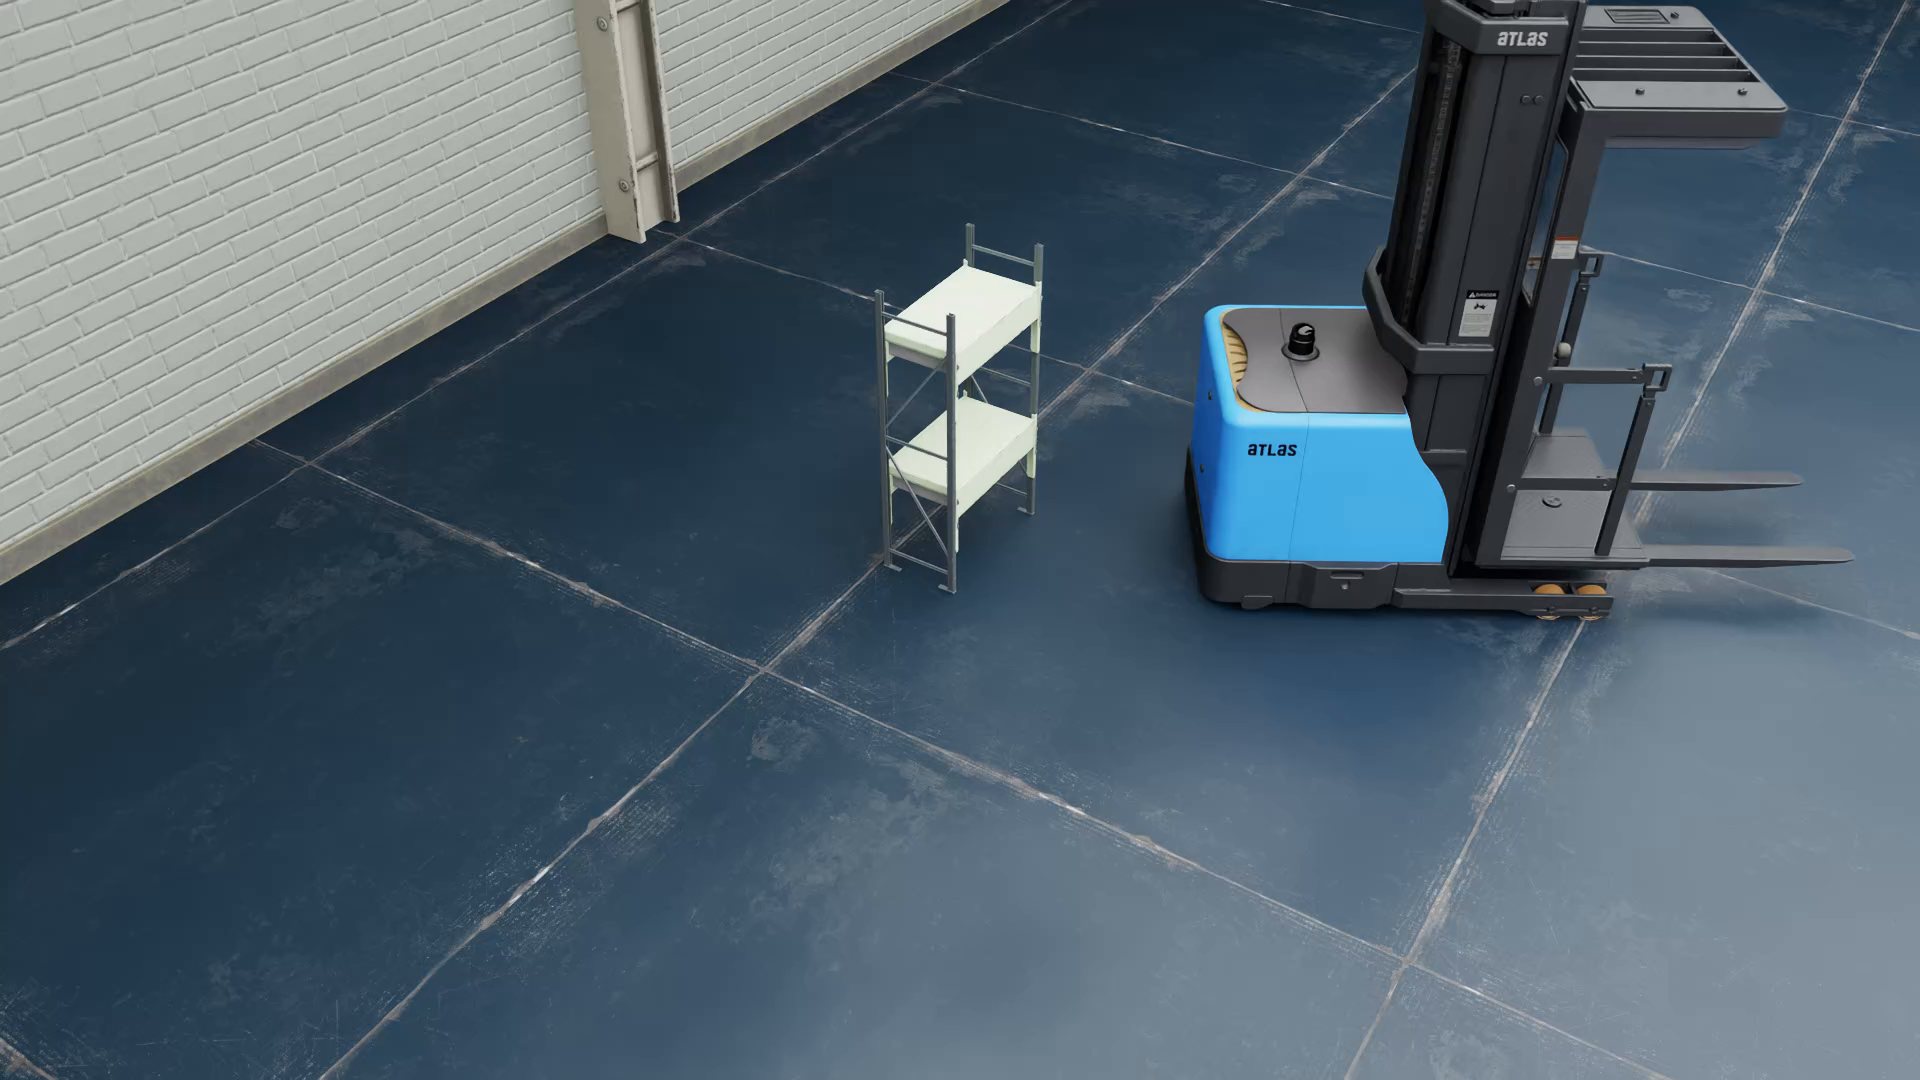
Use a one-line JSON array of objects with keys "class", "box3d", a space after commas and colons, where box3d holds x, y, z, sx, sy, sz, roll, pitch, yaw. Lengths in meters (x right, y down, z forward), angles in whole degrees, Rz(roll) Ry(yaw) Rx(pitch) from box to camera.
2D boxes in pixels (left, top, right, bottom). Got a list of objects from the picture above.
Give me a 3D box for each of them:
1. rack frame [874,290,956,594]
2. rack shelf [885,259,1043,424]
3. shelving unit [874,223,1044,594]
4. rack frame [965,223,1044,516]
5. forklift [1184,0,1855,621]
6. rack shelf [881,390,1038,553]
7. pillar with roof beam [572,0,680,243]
[{"class": "rack frame", "box3d": [-0.193, -0.409, 7.491, 0.400, 1.500, 0.023, 21, 42, 25]}, {"class": "rack shelf", "box3d": [0.004, -0.907, 7.498, 0.431, 0.370, 0.720, 21, 42, 25]}, {"class": "shelving unit", "box3d": [0.004, -0.597, 7.736, 0.431, 1.500, 0.755, 21, 42, 25]}, {"class": "rack frame", "box3d": [0.200, -0.786, 7.981, 0.400, 1.500, 0.023, 21, 42, 25]}, {"class": "forklift", "box3d": [2.646, -1.118, 7.239, 3.031, 2.935, 1.130, 1, 38, 1]}, {"class": "rack shelf", "box3d": [0.004, -0.339, 7.935, 0.431, 0.370, 0.720, 21, 42, 25]}, {"class": "pillar with roof beam", "box3d": [1.566, -4.207, 6.276, 9.100, 9.000, 0.400, 21, 42, 25]}]
